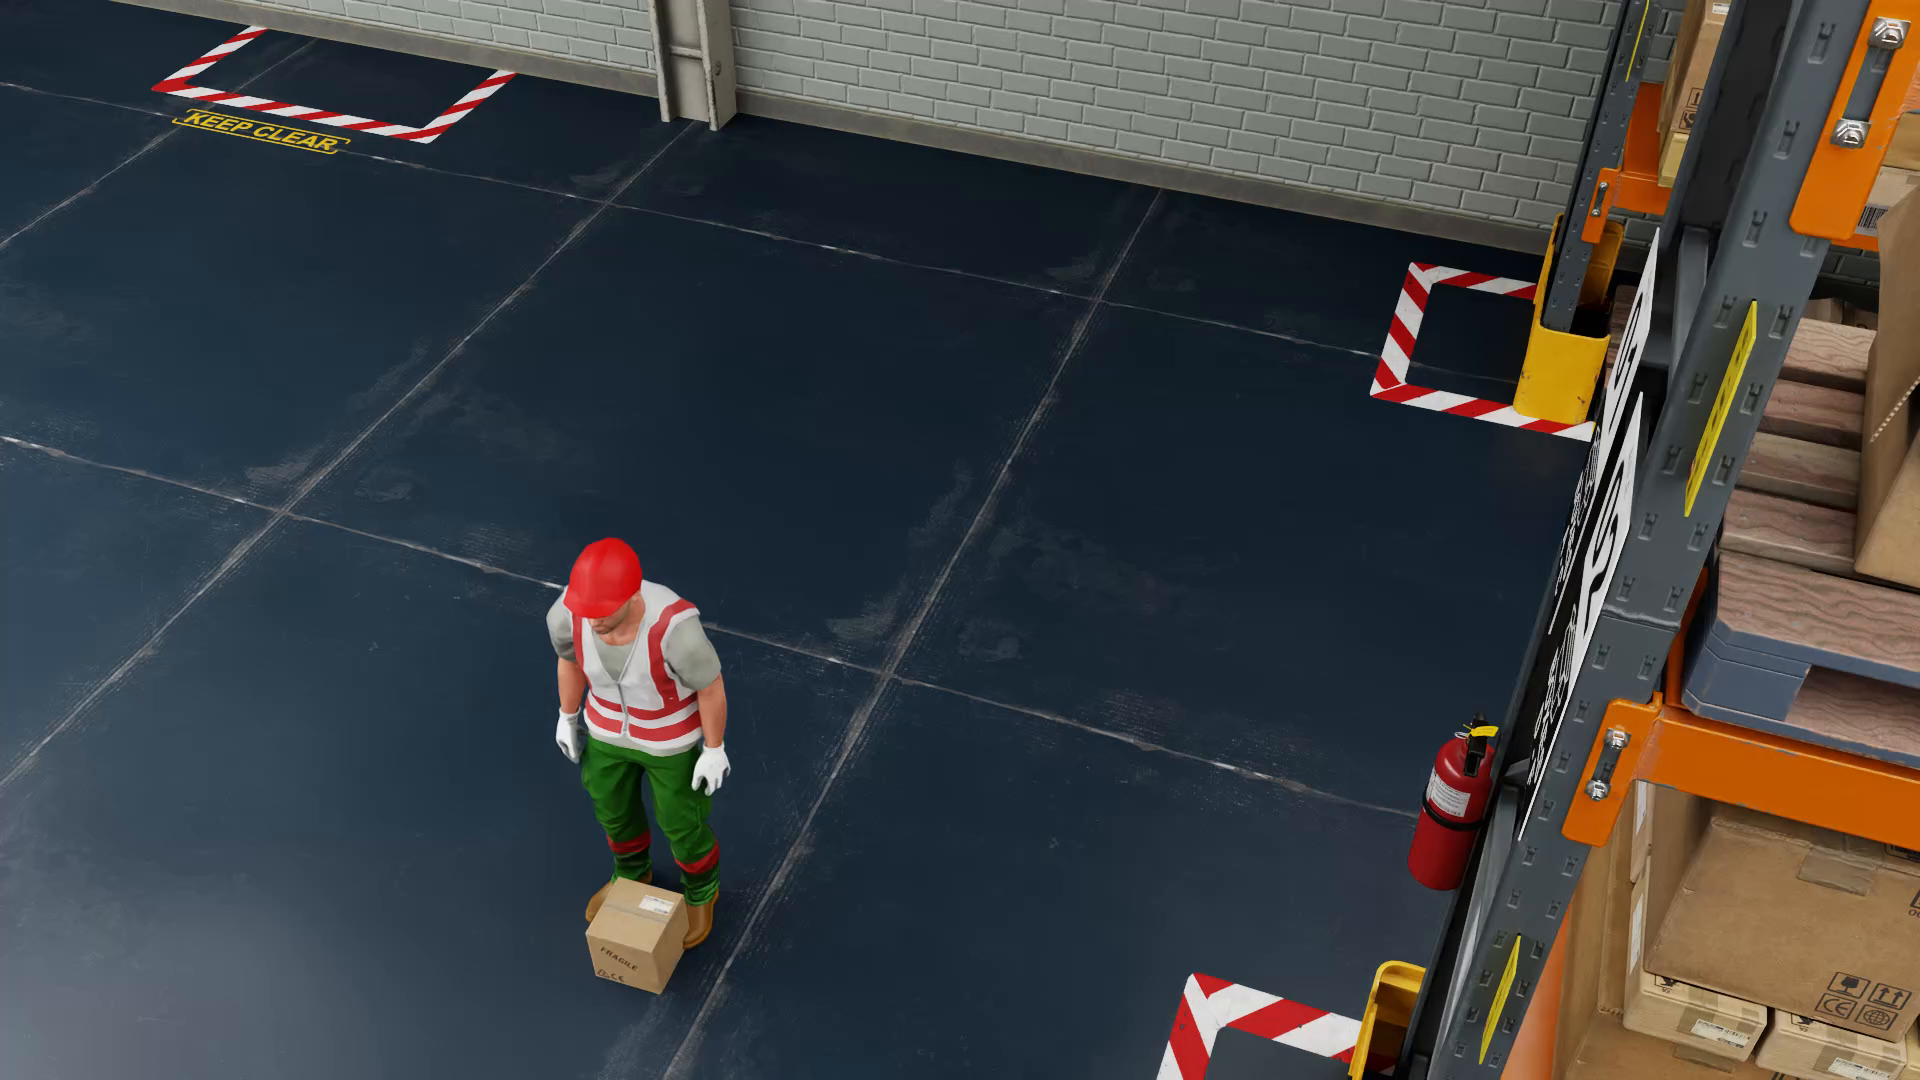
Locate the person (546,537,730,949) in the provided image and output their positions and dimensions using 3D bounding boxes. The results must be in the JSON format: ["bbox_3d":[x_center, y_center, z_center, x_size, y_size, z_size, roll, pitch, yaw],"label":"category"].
[{"bbox_3d":[-1.038,0.649,5.406,0.604,1.777,0.453,12,42,13],"label":"person"}]
